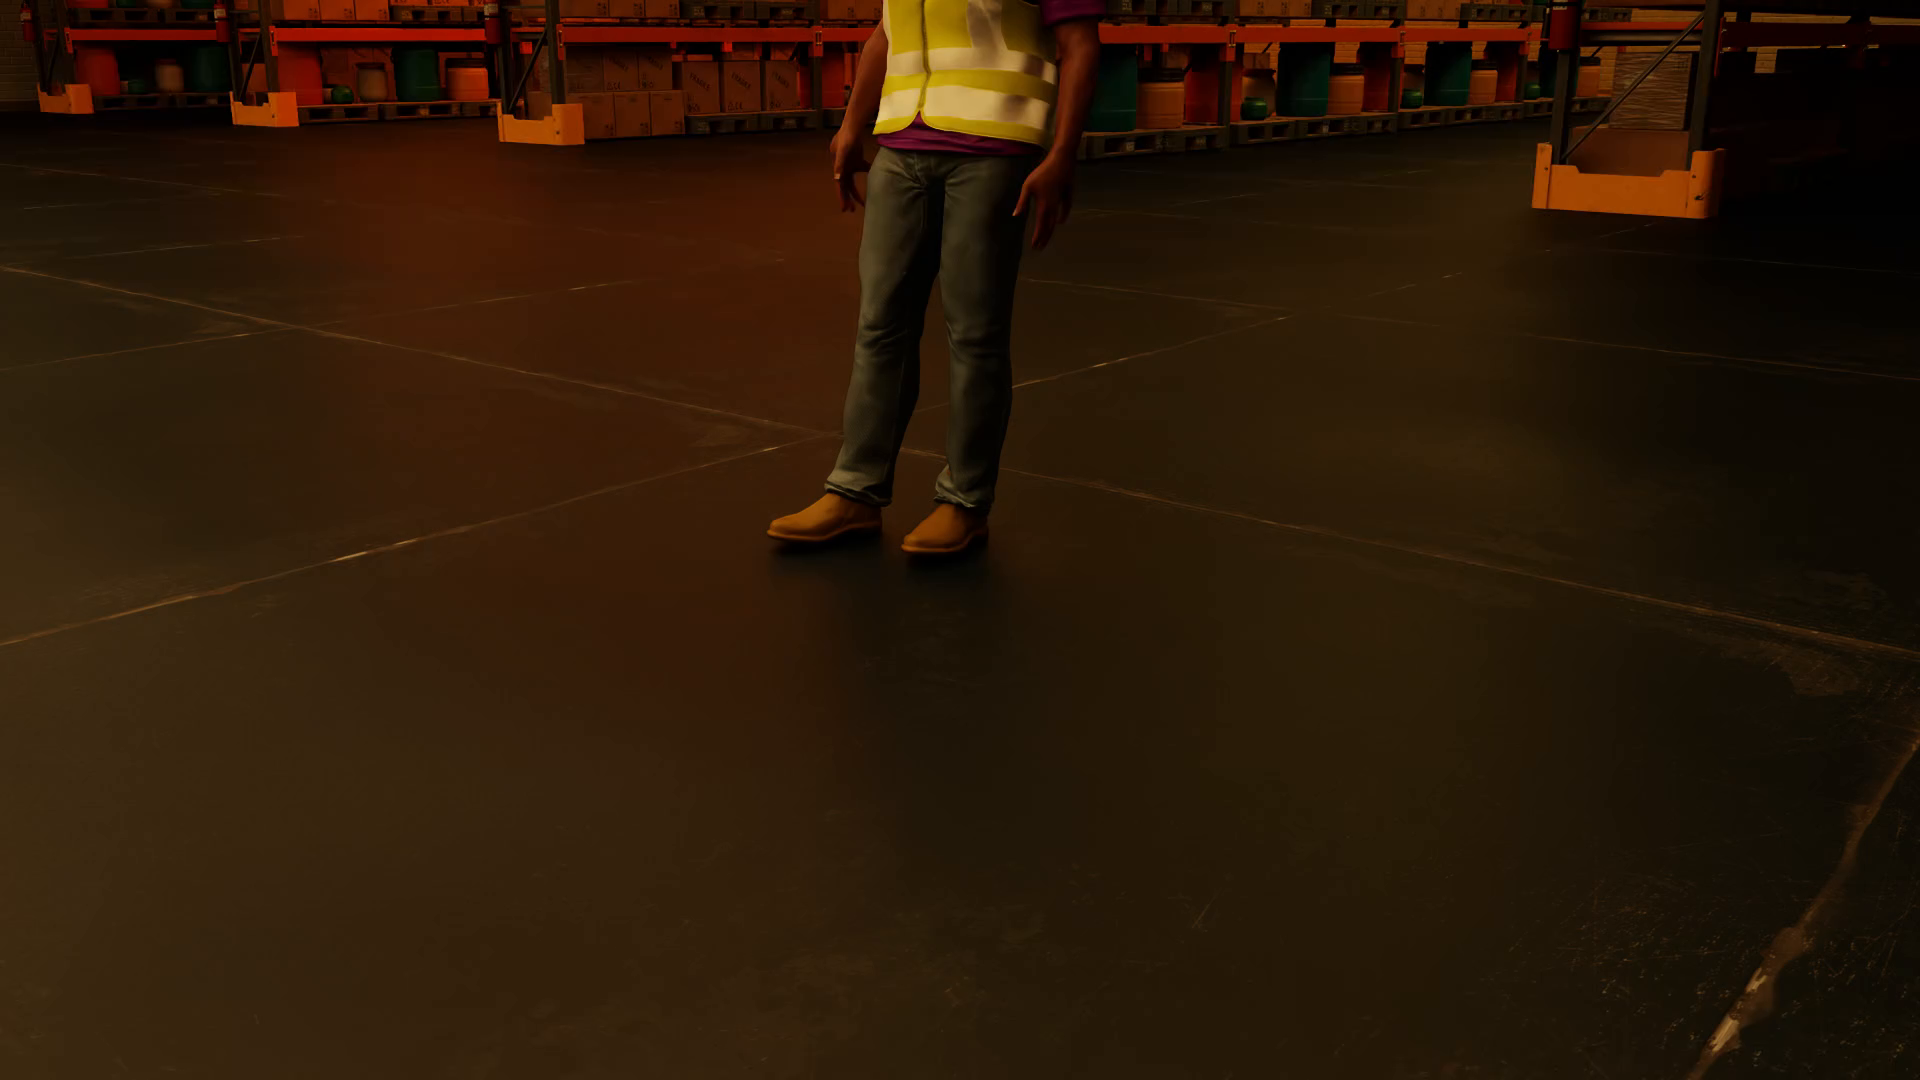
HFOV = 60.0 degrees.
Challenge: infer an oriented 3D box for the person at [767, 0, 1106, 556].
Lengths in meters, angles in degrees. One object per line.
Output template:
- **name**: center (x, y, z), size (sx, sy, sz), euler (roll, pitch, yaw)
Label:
- **person**: center (-0.049, -0.838, 3.635), size (0.665, 1.768, 0.575), euler (13, 21, 37)
